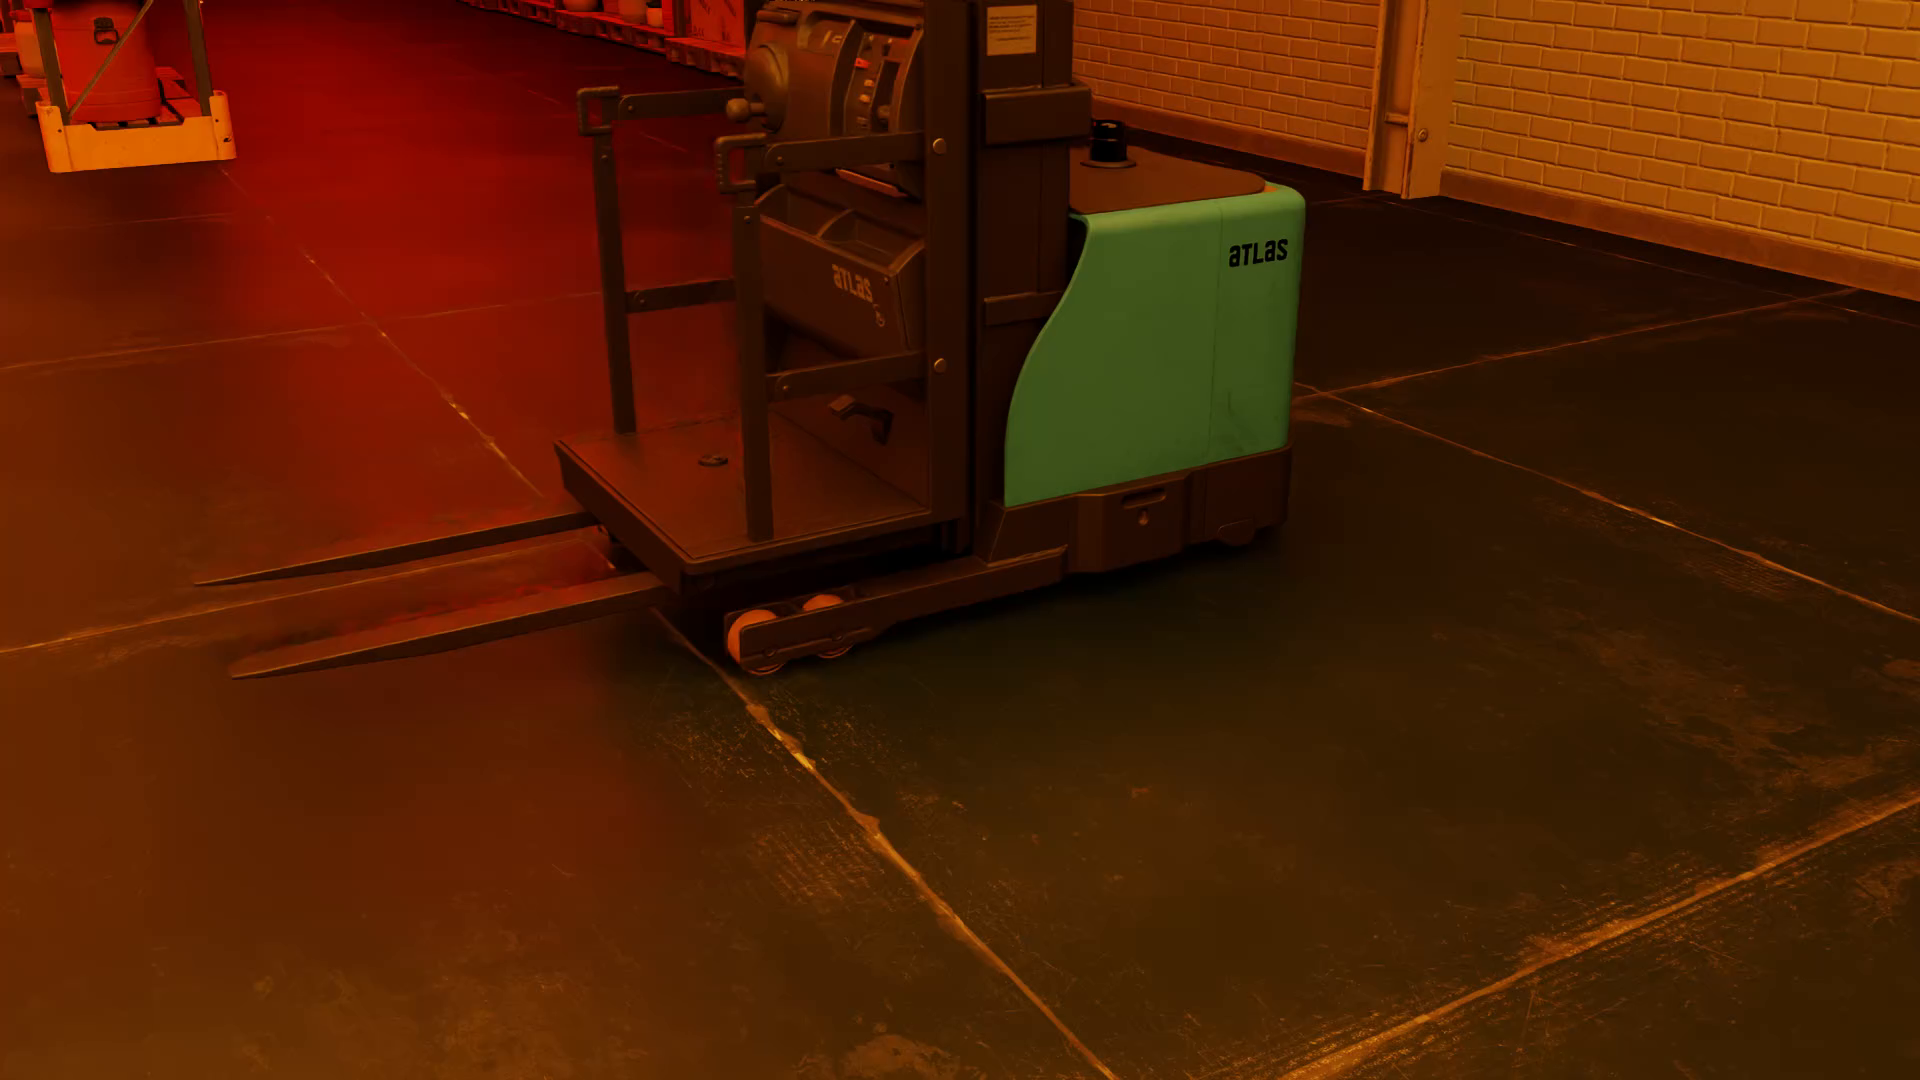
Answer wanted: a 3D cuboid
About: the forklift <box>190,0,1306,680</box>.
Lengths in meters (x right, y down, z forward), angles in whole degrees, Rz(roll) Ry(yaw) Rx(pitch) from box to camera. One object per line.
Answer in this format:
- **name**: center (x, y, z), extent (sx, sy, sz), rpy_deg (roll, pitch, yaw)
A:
- **forklift**: center (-0.524, -1.236, 4.286), extent (3.031, 2.935, 1.130), rpy_deg (-13, 25, -28)
